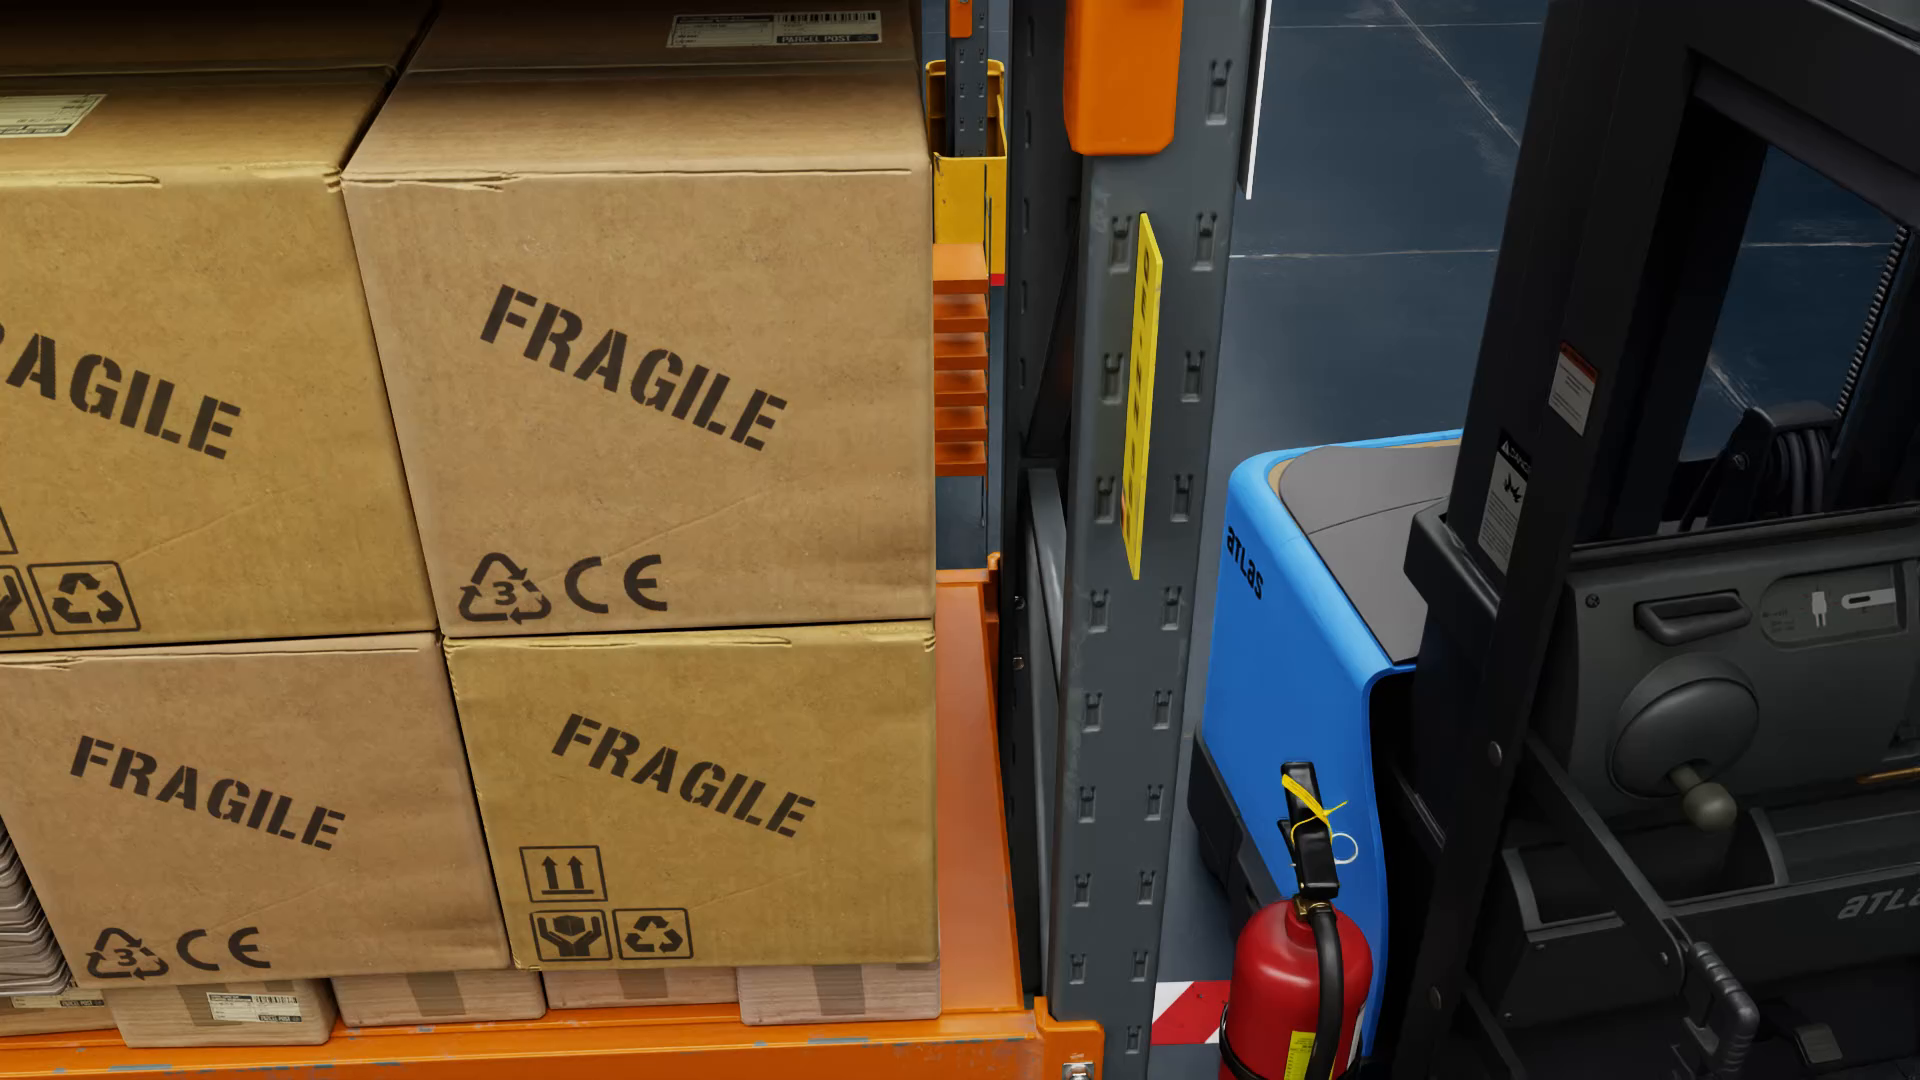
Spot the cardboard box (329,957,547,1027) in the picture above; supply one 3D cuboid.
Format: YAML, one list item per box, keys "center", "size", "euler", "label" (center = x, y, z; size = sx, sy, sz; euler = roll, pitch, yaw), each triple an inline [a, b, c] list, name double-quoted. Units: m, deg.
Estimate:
- center: [-0.657, 0.441, 2.198]
  size: [0.250, 0.149, 0.380]
  euler: [-2, 35, -3]
  label: "cardboard box"

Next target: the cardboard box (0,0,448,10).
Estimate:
- center: [-0.809, -0.529, 2.151]
  size: [0.500, 0.500, 0.500]
  euler: [-1, 35, -1]
  label: "cardboard box"

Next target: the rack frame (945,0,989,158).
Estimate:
- center: [0.021, -2.655, 6.450]
  size: [0.127, 3.000, 1.000]
  euler: [-2, 35, -2]
  label: "rack frame"

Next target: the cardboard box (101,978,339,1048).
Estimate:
- center: [-0.911, 0.461, 2.169]
  size: [0.250, 0.149, 0.380]
  euler: [-1, 35, -1]
  label: "cardboard box"

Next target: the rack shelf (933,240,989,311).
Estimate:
- center: [-0.014, -0.752, 4.728]
  size: [0.180, 0.103, 0.258]
  euler: [-2, 35, -2]
  label: "rack shelf"

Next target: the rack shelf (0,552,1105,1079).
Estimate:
- center: [-1.842, 0.517, 2.499]
  size: [4.000, 0.370, 1.077]
  euler: [-2, 35, -2]
  label: "rack shelf"

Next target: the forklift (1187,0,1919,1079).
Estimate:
- center: [1.381, 0.252, 2.311]
  size: [1.130, 2.935, 3.031]
  euler: [-7, 35, -10]
  label: "forklift"

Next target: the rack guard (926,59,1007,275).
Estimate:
- center: [0.045, -1.628, 7.163]
  size: [0.348, 0.500, 1.175]
  euler: [-2, 35, -2]
  label: "rack guard"

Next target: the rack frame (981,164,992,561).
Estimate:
- center: [0.077, -0.495, 4.912]
  size: [0.006, 1.200, 0.240]
  euler: [-2, 35, -2]
  label: "rack frame"

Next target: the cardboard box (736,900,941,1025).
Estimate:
- center: [-0.157, 0.440, 2.199]
  size: [0.250, 0.149, 0.380]
  euler: [-1, 35, -2]
  label: "cardboard box"

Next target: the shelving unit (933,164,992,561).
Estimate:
- center: [-0.014, -0.493, 4.908]
  size: [0.189, 1.200, 0.258]
  euler: [-2, 35, -2]
  label: "shelving unit"

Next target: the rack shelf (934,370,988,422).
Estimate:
- center: [-0.014, -0.456, 4.933]
  size: [0.180, 0.103, 0.258]
  euler: [-2, 35, -2]
  label: "rack shelf"

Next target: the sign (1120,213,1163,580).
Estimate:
- center: [0.162, -0.123, 1.497]
  size: [0.005, 0.325, 0.100]
  euler: [-2, 35, -2]
  label: "sign"

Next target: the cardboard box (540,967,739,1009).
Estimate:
- center: [-0.407, 0.425, 2.220]
  size: [0.250, 0.149, 0.380]
  euler: [-2, 35, -2]
  label: "cardboard box"

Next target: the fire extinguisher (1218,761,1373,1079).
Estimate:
- center: [0.429, 0.608, 2.131]
  size: [0.183, 0.674, 0.296]
  euler: [-2, 35, -2]
  label: "fire extinguisher"

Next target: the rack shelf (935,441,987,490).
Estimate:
- center: [-0.014, -0.259, 5.070]
  size: [0.180, 0.103, 0.258]
  euler: [-2, 35, -2]
  label: "rack shelf"

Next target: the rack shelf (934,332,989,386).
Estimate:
- center: [-0.014, -0.555, 4.865]
  size: [0.180, 0.103, 0.258]
  euler: [-2, 35, -2]
  label: "rack shelf"

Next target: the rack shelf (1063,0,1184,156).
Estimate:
- center: [-1.842, -0.717, 1.646]
  size: [4.000, 0.370, 1.077]
  euler: [-2, 35, -2]
  label: "rack shelf"

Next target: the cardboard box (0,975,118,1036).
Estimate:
- center: [-1.175, 0.451, 2.183]
  size: [0.250, 0.149, 0.380]
  euler: [-3, 35, -4]
  label: "cardboard box"

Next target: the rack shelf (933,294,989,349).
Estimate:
- center: [-0.014, -0.654, 4.797]
  size: [0.180, 0.103, 0.258]
  euler: [-2, 35, -2]
  label: "rack shelf"

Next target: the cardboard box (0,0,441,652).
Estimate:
- center: [-0.796, -0.240, 1.733]
  size: [0.500, 0.500, 0.500]
  euler: [-3, 35, -4]
  label: "cardboard box"

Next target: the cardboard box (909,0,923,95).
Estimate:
- center: [-0.306, -0.546, 2.176]
  size: [0.500, 0.500, 0.500]
  euler: [-2, 35, -3]
  label: "cardboard box"

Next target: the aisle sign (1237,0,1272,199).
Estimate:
- center: [0.242, -0.733, 1.389]
  size: [0.004, 0.787, 0.394]
  euler: [-2, 35, -2]
  label: "aisle sign"

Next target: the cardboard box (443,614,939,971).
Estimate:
- center: [-0.281, 0.162, 2.031]
  size: [0.500, 0.500, 0.500]
  euler: [-1, 35, -1]
  label: "cardboard box"

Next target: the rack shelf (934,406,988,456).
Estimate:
- center: [-0.014, -0.358, 5.002]
  size: [0.180, 0.103, 0.258]
  euler: [-2, 35, -2]
  label: "rack shelf"

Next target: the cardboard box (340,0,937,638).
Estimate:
- center: [-0.290, -0.254, 1.753]
  size: [0.500, 0.500, 0.500]
  euler: [-2, 35, -3]
  label: "cardboard box"

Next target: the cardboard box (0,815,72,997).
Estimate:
- center: [-1.302, 0.192, 1.987]
  size: [0.500, 0.500, 0.500]
  euler: [-1, 35, -2]
  label: "cardboard box"

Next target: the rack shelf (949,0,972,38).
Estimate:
- center: [-1.976, -2.305, 6.577]
  size: [4.000, 0.370, 1.077]
  euler: [-2, 35, -2]
  label: "rack shelf"

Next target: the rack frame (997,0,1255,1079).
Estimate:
- center: [0.155, 0.167, 2.373]
  size: [0.127, 3.000, 1.000]
  euler: [-2, 35, -2]
  label: "rack frame"

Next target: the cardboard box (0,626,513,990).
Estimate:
- center: [-0.796, 0.173, 2.015]
  size: [0.500, 0.500, 0.500]
  euler: [-2, 35, -3]
  label: "cardboard box"
